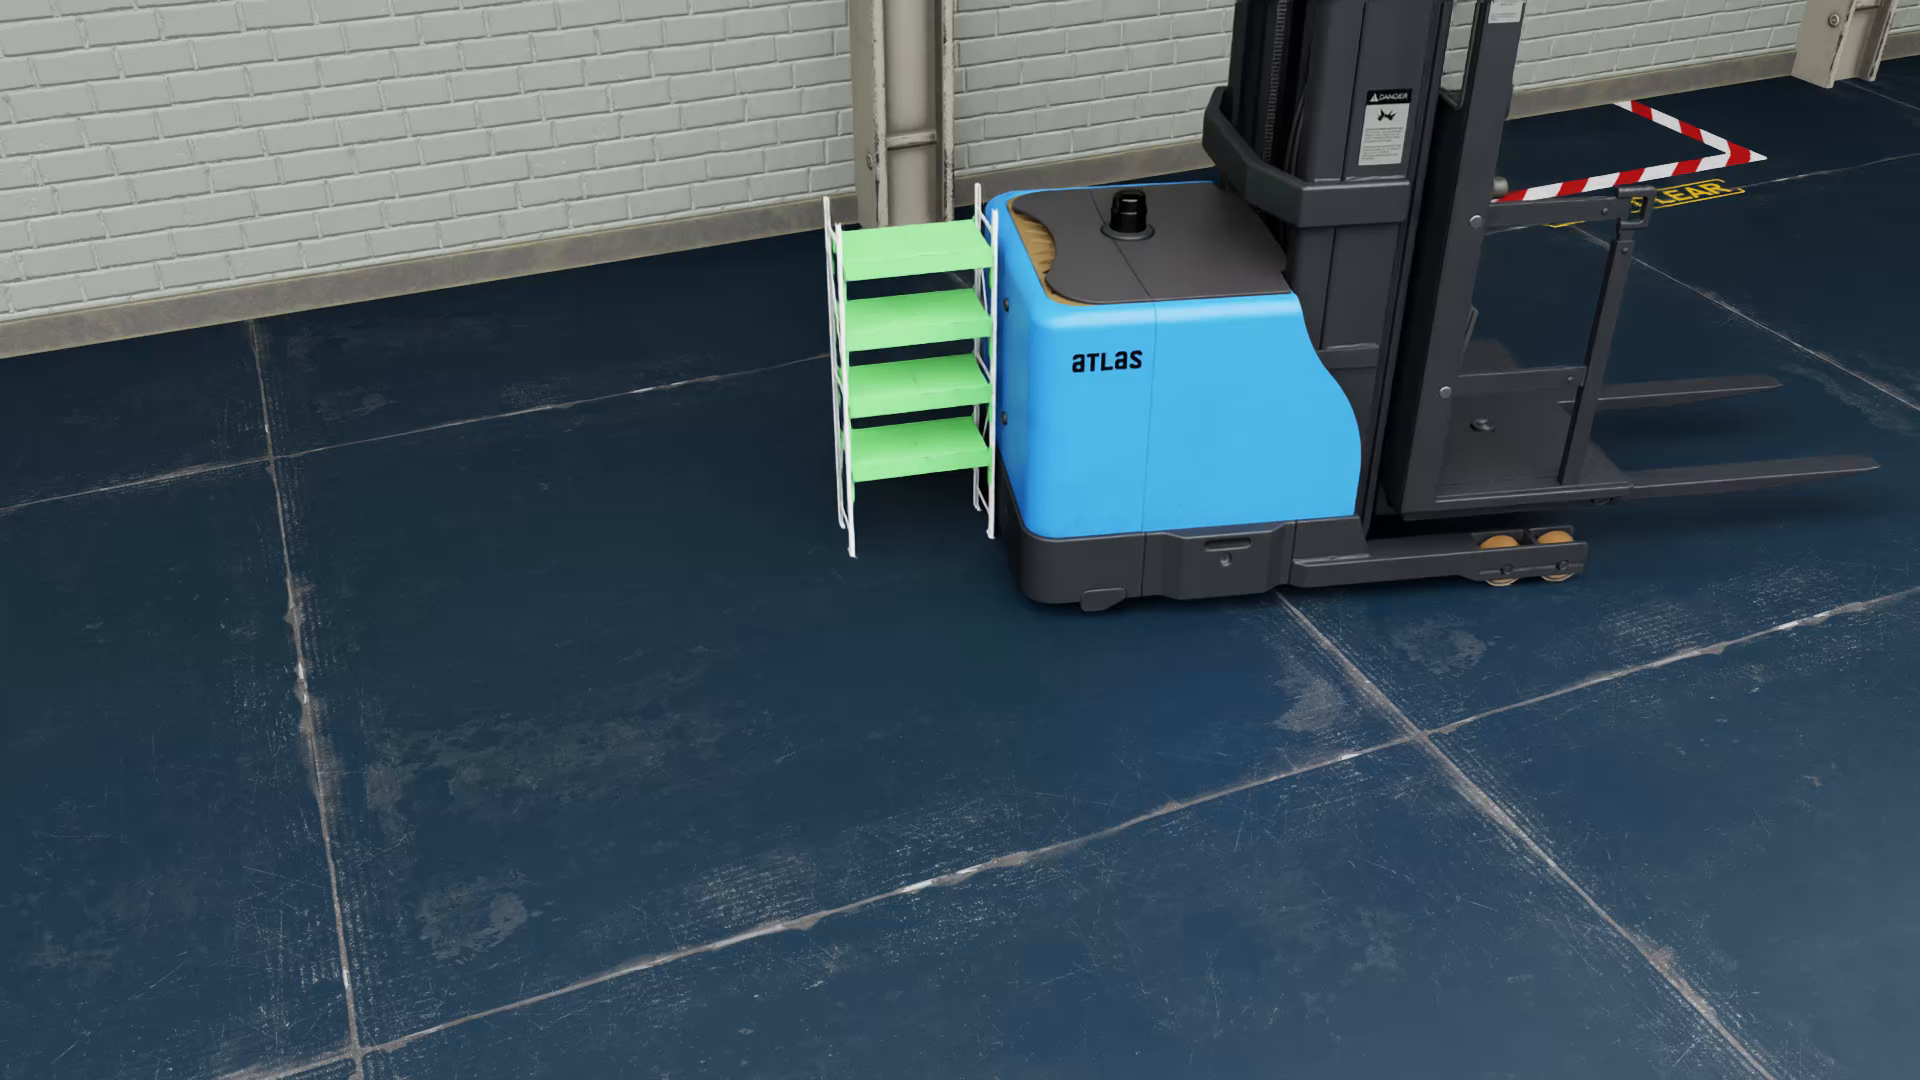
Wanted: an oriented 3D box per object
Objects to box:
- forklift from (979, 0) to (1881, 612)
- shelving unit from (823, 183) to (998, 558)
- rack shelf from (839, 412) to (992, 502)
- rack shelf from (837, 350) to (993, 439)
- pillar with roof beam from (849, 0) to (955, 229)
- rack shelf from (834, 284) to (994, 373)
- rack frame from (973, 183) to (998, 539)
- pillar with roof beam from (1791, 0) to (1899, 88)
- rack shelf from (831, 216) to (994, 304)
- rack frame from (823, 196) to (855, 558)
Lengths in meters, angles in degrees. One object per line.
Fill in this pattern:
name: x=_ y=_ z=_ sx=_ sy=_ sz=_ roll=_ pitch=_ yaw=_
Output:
forklift: x=1.630 y=-1.357 z=5.148 sx=3.031 sy=2.935 sz=1.130 roll=-5 pitch=33 yaw=-7
shelving unit: x=-0.155 y=-0.538 z=5.477 sx=0.503 sy=1.200 sz=0.258 roll=-7 pitch=34 yaw=-11
rack shelf: x=-0.155 y=-0.284 z=5.643 sx=0.480 sy=0.148 sz=0.258 roll=-7 pitch=34 yaw=-11
rack shelf: x=-0.155 y=-0.485 z=5.512 sx=0.480 sy=0.148 sz=0.258 roll=-7 pitch=34 yaw=-11
pillar with roof beam: x=1.400 y=-3.141 z=2.326 sx=0.400 sy=9.000 sz=9.100 roll=-13 pitch=35 yaw=-19
rack shelf: x=-0.155 y=-0.686 z=5.381 sx=0.480 sy=0.148 sz=0.258 roll=-7 pitch=34 yaw=-11
rack frame: x=0.082 y=-0.569 z=5.525 sx=0.015 sy=1.200 sz=0.240 roll=-7 pitch=34 yaw=-11
pillar with roof beam: x=6.932 y=-4.408 z=4.273 sx=0.400 sy=9.000 sz=9.100 roll=-13 pitch=35 yaw=-19
rack shelf: x=-0.155 y=-0.887 z=5.250 sx=0.480 sy=0.148 sz=0.258 roll=-7 pitch=34 yaw=-11
rack frame: x=-0.392 y=-0.507 z=5.430 sx=0.015 sy=1.200 sz=0.240 roll=-7 pitch=34 yaw=-11
